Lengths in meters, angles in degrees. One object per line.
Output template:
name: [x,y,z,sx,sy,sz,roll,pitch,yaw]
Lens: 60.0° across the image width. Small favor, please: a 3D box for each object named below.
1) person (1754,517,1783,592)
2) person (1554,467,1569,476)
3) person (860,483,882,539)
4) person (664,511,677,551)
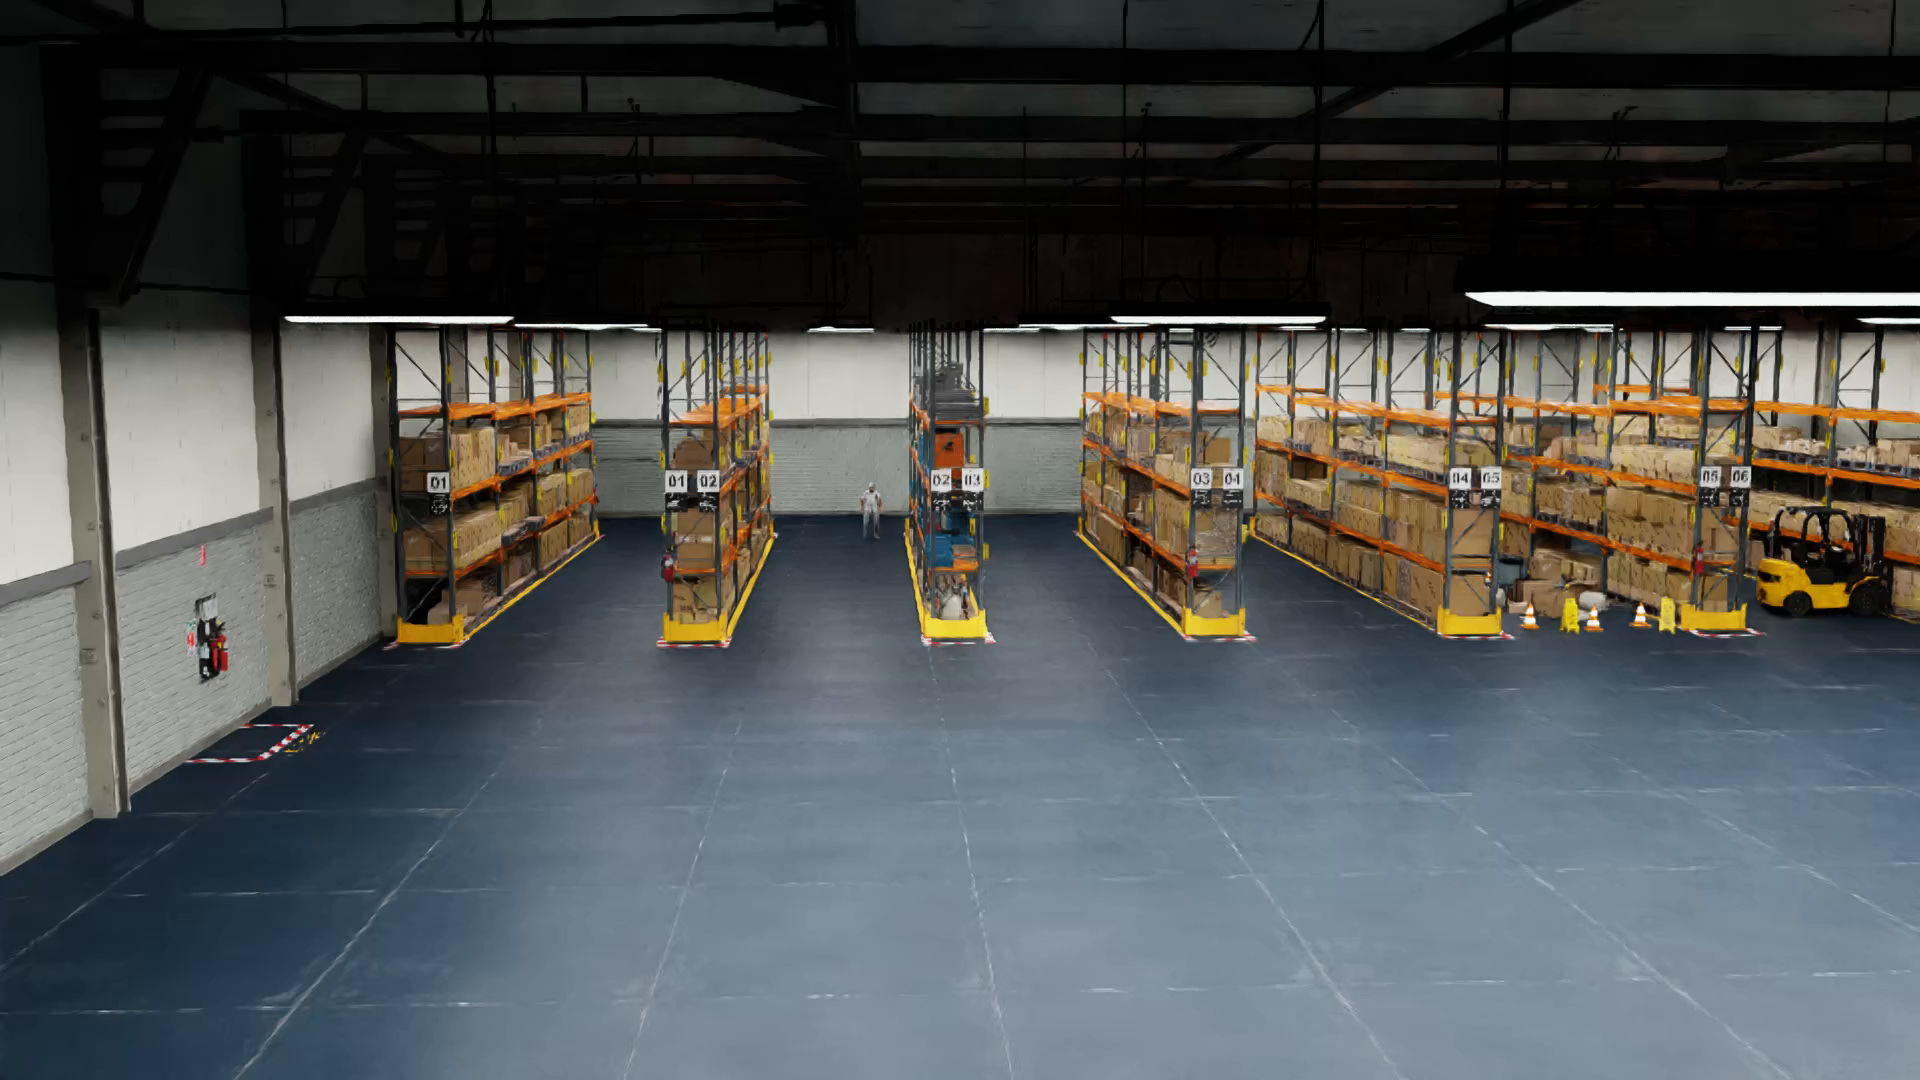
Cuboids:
person: [17.802,0.354,36.523,0.570,1.709,0.626,3,8,24]
person: [19.152,-1.688,52.837,0.456,1.759,0.704,-6,9,-38]
person: [-2.482,-0.817,46.575,0.625,1.611,0.575,-1,7,-5]
person: [-7.182,-0.242,41.882,0.598,1.619,0.507,-1,7,-5]
